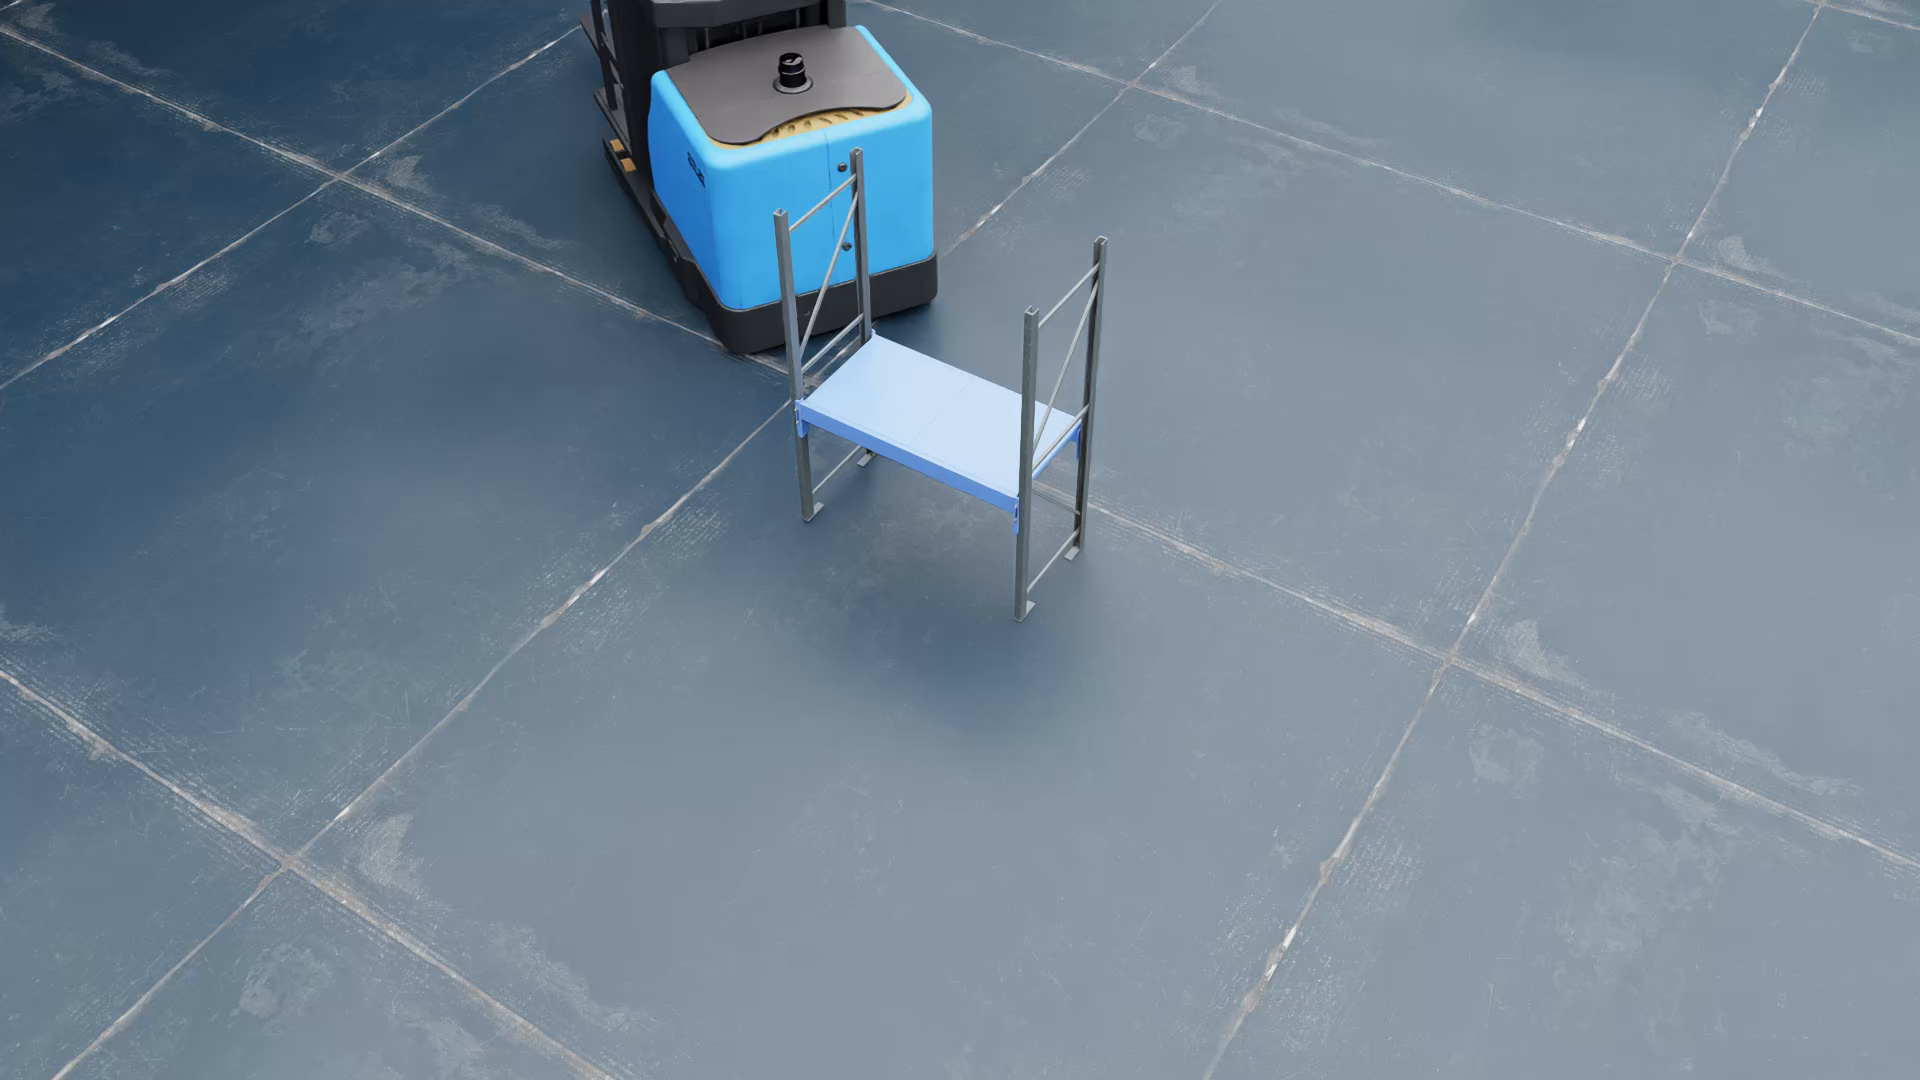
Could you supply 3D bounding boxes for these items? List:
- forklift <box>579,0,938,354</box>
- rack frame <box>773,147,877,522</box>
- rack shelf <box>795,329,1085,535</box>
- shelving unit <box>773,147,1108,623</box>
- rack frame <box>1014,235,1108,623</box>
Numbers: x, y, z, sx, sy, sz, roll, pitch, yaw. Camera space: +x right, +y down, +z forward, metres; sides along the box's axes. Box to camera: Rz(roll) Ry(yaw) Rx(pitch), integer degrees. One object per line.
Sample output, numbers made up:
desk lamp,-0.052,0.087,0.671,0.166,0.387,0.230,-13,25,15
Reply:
forklift,-1.185,-2.924,7.548,1.130,2.935,3.031,-18,49,-17
rack frame,-0.500,-0.753,6.435,0.032,1.500,0.500,25,51,22
rack shelf,-0.072,-0.430,6.373,1.000,0.185,0.538,25,51,22
shelving unit,-0.072,-0.556,6.244,1.048,1.500,0.538,25,51,22
rack frame,0.356,-0.359,6.053,0.032,1.500,0.500,25,51,22
